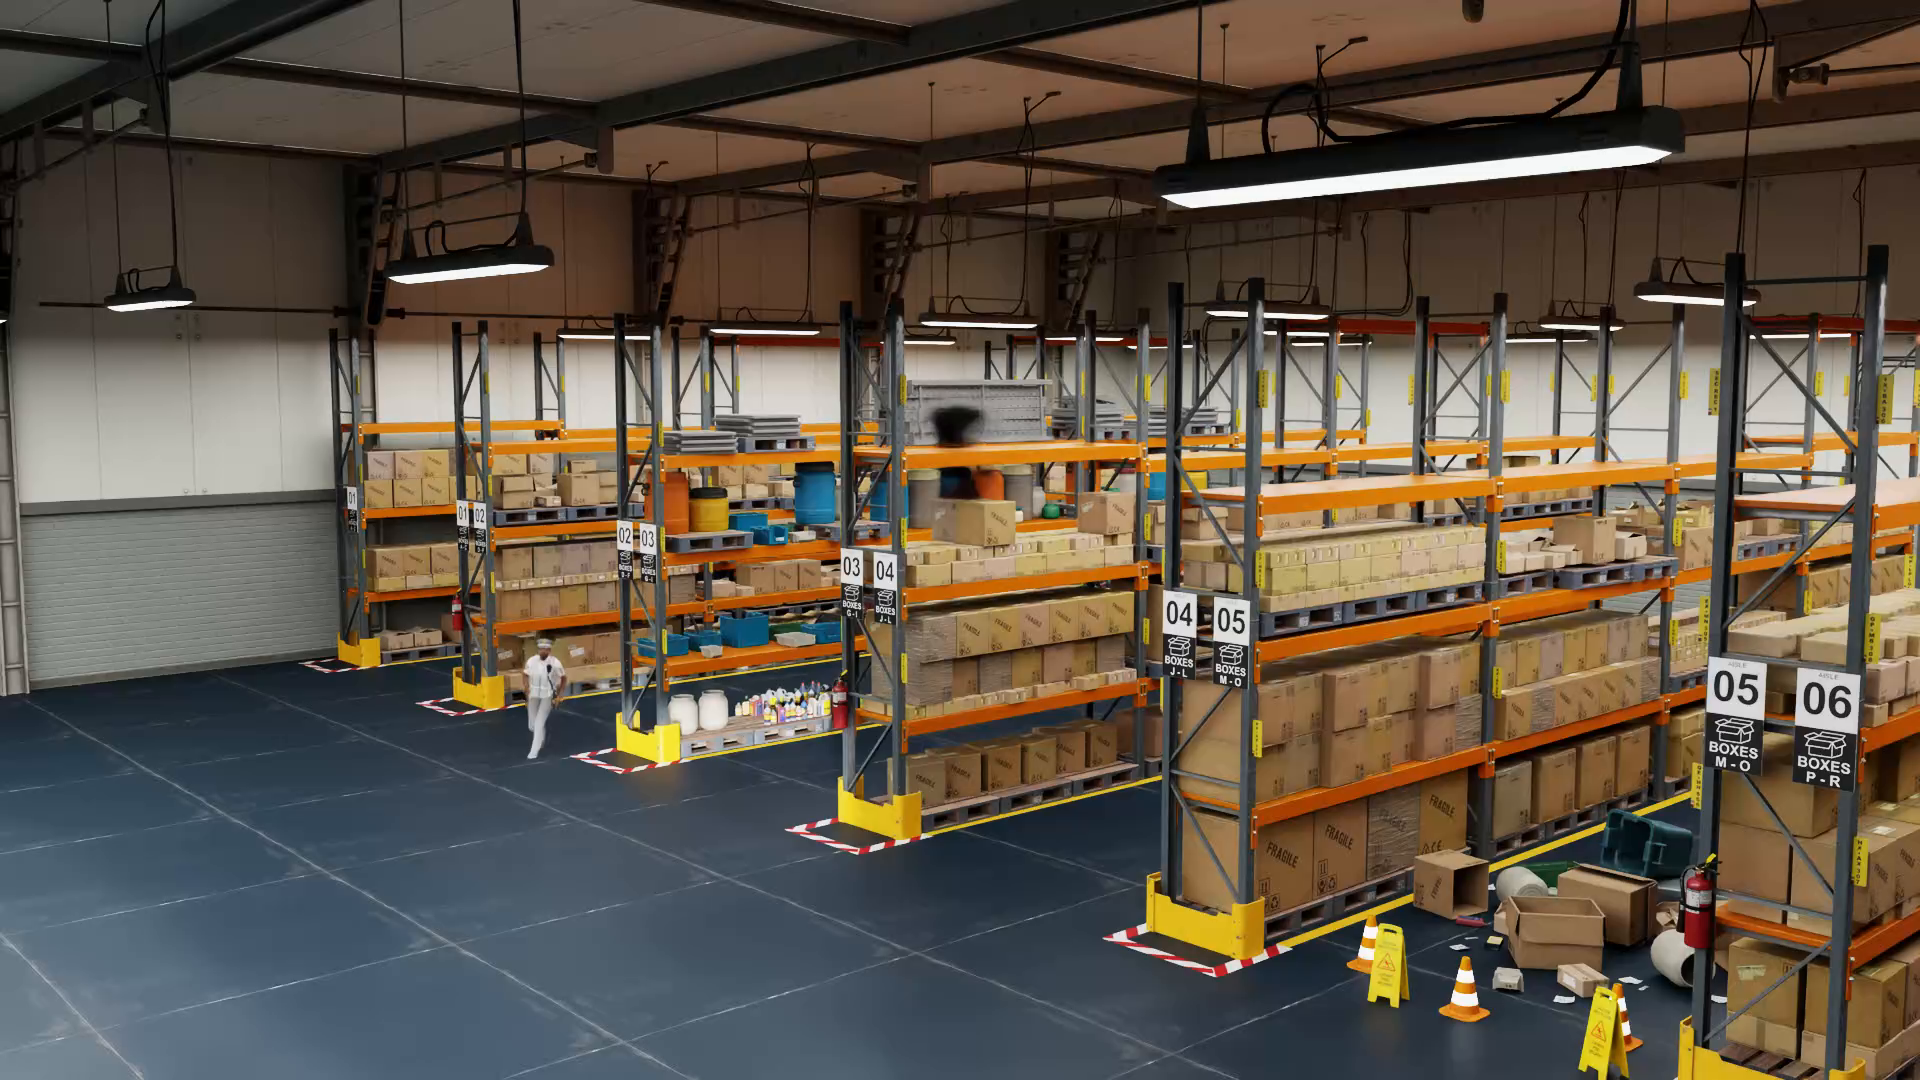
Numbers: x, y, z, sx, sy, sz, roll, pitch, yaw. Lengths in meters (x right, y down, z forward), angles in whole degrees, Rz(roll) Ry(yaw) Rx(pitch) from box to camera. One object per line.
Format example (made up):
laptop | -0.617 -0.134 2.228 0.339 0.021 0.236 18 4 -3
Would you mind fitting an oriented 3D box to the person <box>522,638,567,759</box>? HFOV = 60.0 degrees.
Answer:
person | -5.646 2.126 22.676 0.598 1.657 0.620 1 6 5
